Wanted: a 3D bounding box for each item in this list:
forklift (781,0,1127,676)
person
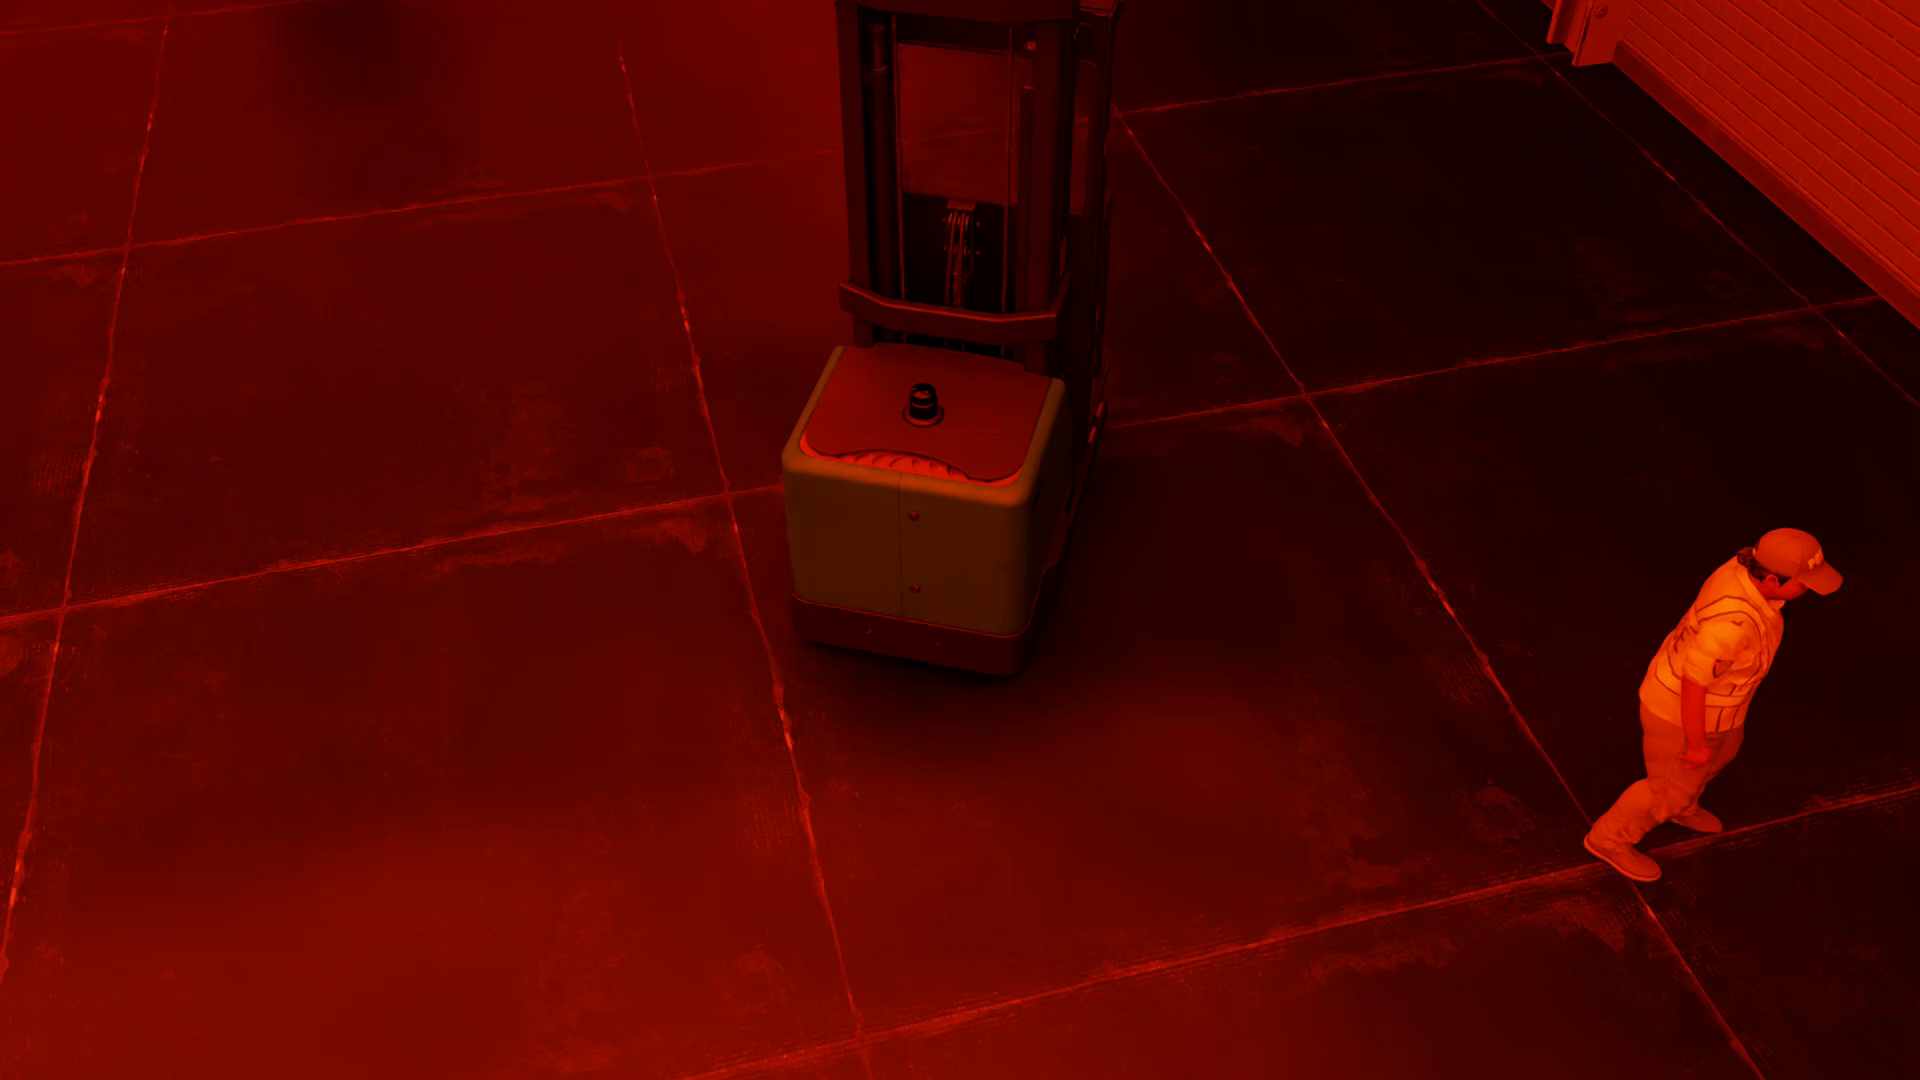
[{"bbox_3d":[0.119,-1.515,7.248,1.130,2.935,3.031,10,44,10],"label":"forklift"},{"bbox_3d":[2.691,0.592,5.969,0.475,1.686,0.561,25,49,24],"label":"person"}]
